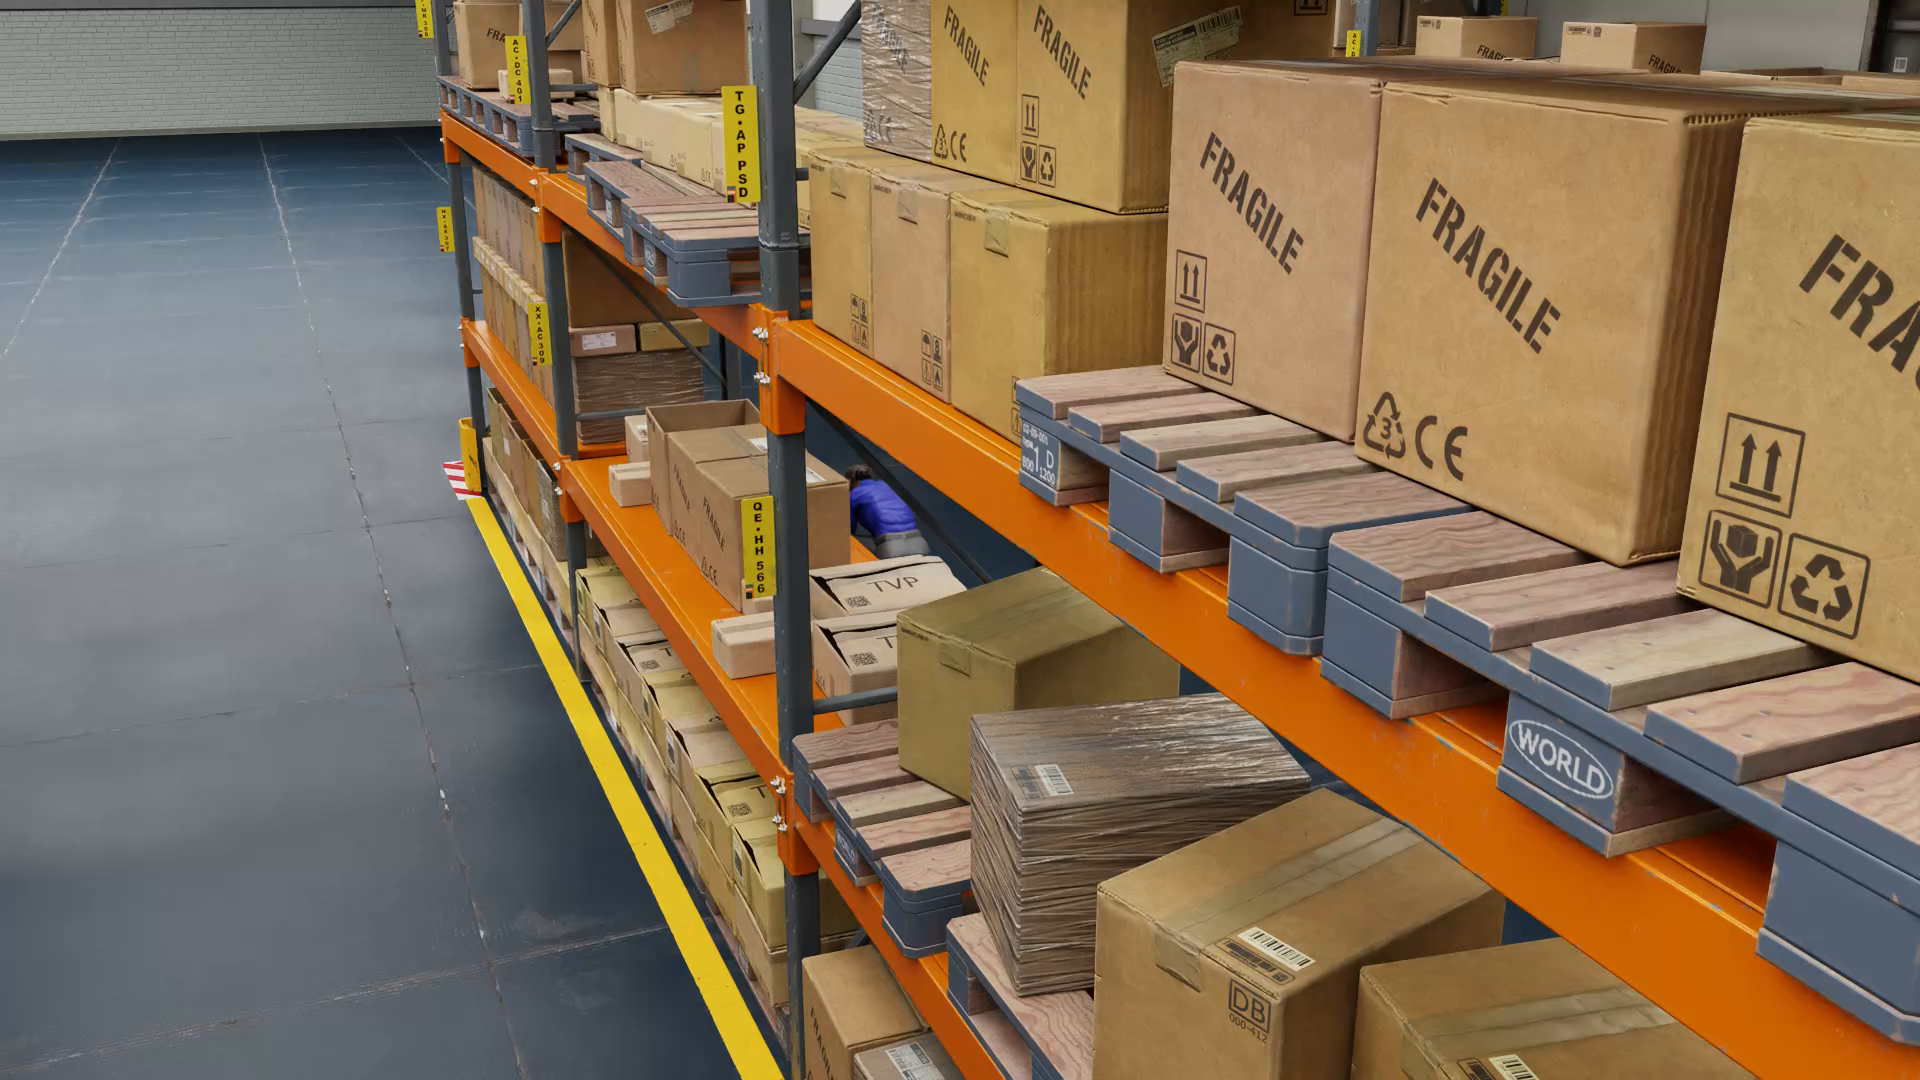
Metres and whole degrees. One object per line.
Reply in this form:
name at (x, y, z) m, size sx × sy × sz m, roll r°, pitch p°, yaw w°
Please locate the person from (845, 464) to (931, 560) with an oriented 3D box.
person at (-0.489, -0.022, 10.484) m, size 0.480 × 0.810 × 0.812 m, roll -8°, pitch 21°, yaw -22°
